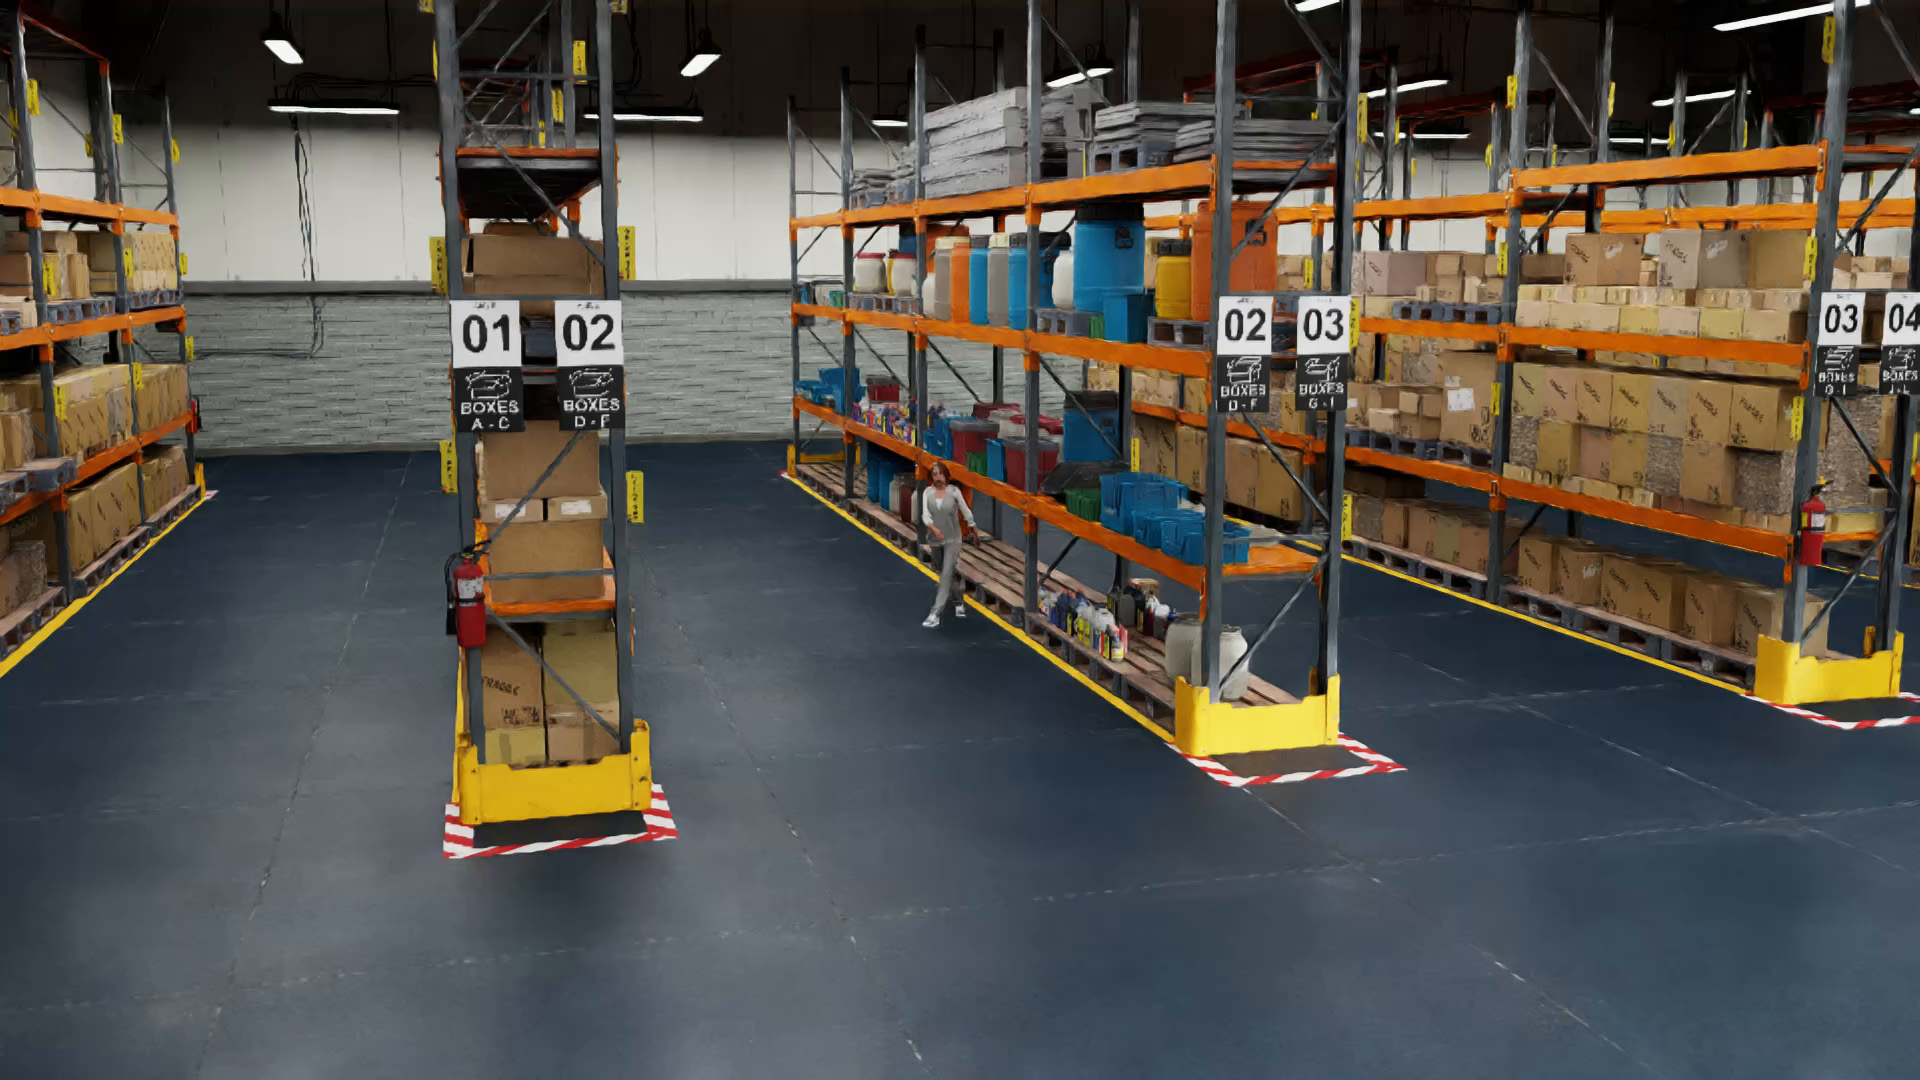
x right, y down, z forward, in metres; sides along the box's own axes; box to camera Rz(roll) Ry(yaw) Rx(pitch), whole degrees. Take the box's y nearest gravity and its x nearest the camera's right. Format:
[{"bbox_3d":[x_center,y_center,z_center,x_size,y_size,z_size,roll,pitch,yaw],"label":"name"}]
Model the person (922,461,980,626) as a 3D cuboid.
[{"bbox_3d":[-0.135,0.021,15.743,0.474,1.537,0.919,3,10,19],"label":"person"}]
